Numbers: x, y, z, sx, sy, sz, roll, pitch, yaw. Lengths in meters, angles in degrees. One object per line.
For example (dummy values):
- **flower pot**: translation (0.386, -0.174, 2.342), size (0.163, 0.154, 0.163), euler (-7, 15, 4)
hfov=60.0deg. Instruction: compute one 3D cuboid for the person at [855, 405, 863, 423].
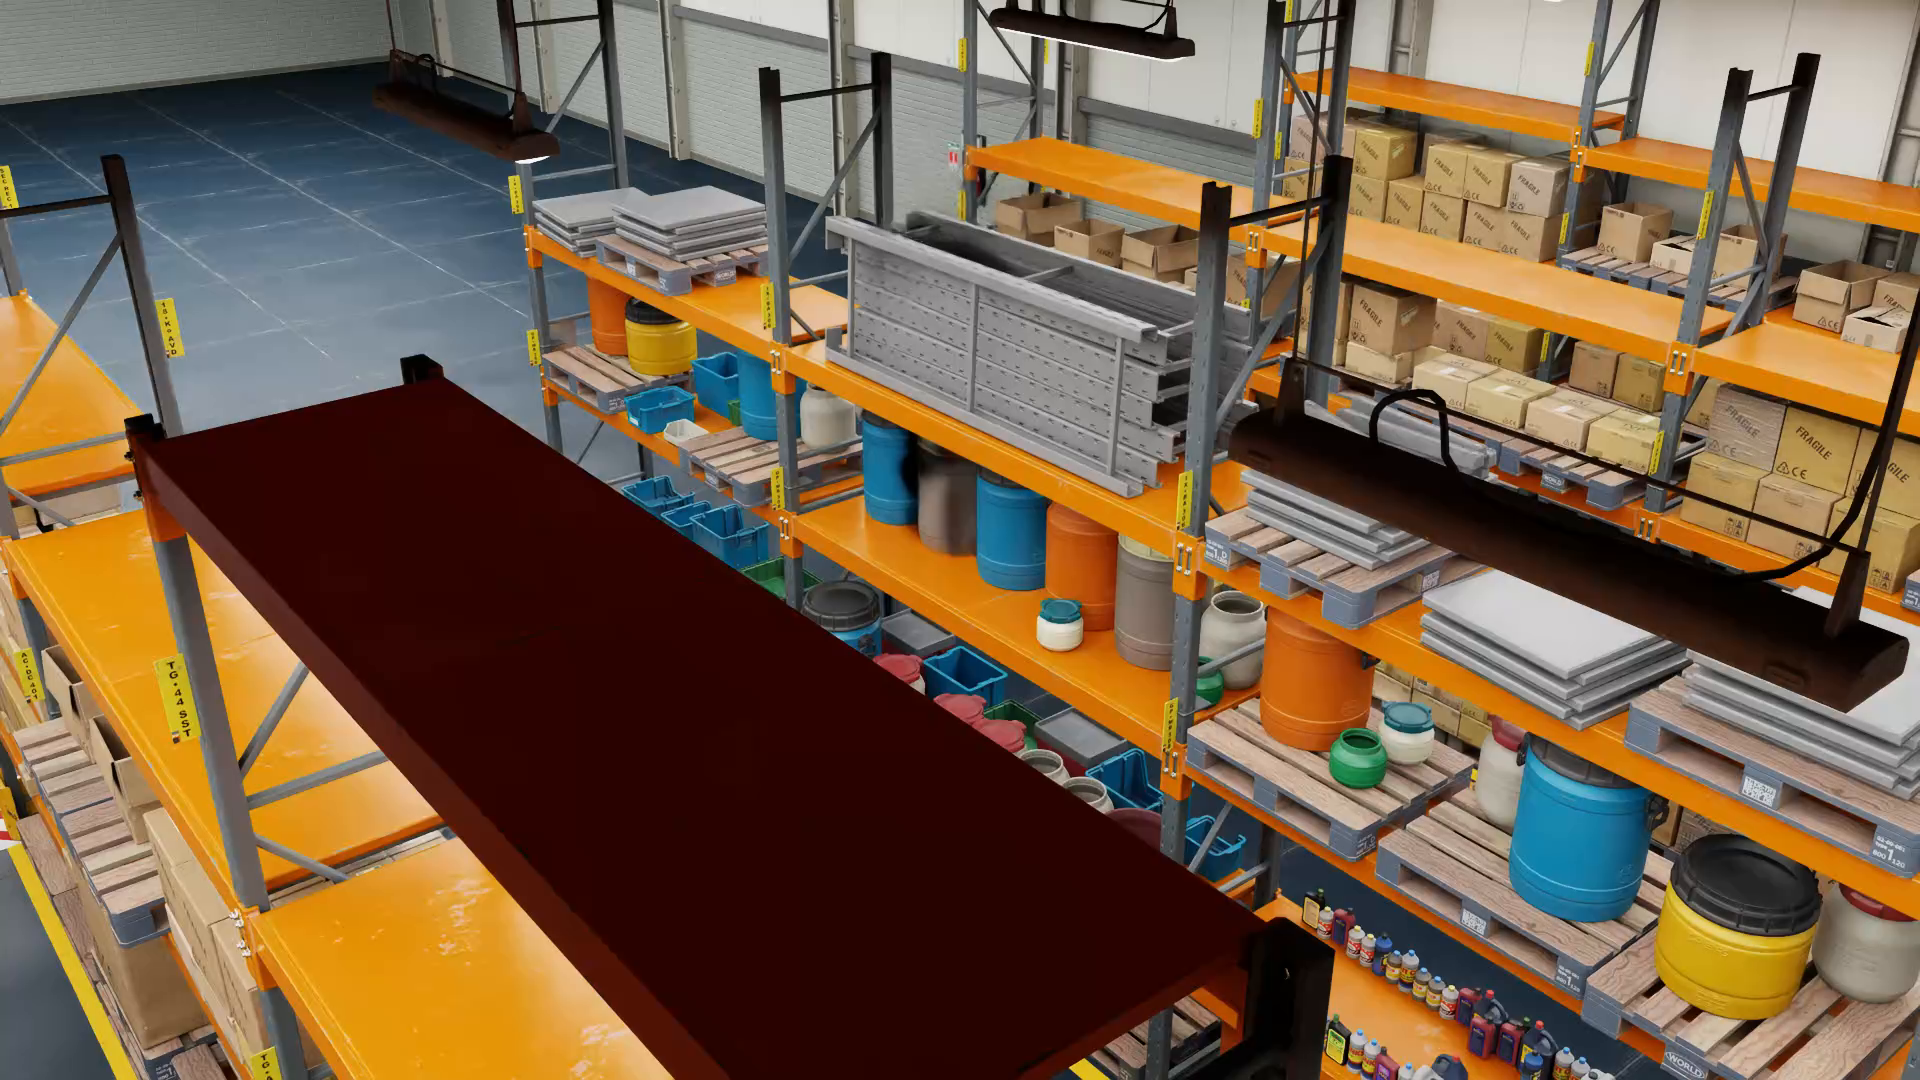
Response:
- **person**: translation (-0.974, -1.786, 20.072), size (0.676, 1.691, 0.585), euler (-2, 26, -3)
